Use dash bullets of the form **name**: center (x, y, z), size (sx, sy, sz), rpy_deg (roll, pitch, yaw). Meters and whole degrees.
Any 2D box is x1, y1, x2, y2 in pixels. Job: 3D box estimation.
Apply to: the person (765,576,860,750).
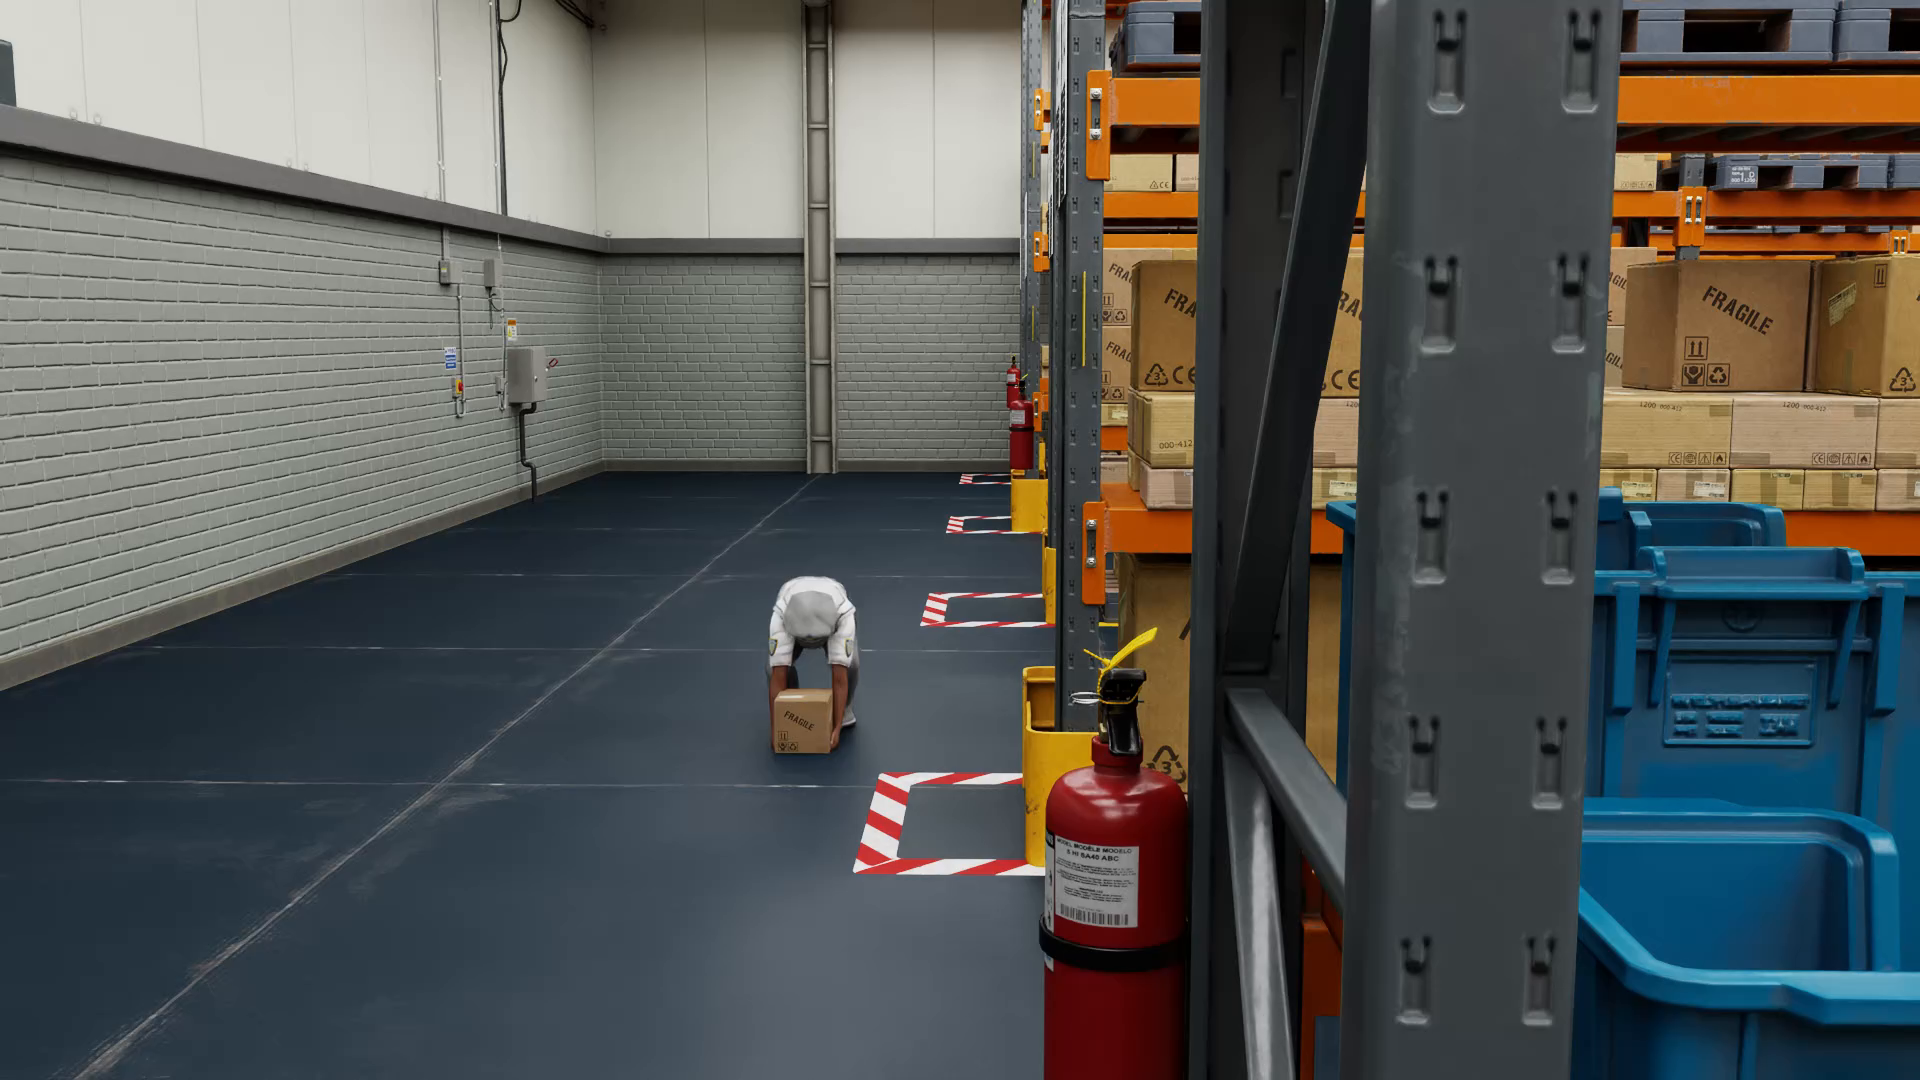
- **person**: center (-0.711, 0.563, 8.030), size (0.458, 0.768, 0.927), rpy_deg (0, 7, 0)
